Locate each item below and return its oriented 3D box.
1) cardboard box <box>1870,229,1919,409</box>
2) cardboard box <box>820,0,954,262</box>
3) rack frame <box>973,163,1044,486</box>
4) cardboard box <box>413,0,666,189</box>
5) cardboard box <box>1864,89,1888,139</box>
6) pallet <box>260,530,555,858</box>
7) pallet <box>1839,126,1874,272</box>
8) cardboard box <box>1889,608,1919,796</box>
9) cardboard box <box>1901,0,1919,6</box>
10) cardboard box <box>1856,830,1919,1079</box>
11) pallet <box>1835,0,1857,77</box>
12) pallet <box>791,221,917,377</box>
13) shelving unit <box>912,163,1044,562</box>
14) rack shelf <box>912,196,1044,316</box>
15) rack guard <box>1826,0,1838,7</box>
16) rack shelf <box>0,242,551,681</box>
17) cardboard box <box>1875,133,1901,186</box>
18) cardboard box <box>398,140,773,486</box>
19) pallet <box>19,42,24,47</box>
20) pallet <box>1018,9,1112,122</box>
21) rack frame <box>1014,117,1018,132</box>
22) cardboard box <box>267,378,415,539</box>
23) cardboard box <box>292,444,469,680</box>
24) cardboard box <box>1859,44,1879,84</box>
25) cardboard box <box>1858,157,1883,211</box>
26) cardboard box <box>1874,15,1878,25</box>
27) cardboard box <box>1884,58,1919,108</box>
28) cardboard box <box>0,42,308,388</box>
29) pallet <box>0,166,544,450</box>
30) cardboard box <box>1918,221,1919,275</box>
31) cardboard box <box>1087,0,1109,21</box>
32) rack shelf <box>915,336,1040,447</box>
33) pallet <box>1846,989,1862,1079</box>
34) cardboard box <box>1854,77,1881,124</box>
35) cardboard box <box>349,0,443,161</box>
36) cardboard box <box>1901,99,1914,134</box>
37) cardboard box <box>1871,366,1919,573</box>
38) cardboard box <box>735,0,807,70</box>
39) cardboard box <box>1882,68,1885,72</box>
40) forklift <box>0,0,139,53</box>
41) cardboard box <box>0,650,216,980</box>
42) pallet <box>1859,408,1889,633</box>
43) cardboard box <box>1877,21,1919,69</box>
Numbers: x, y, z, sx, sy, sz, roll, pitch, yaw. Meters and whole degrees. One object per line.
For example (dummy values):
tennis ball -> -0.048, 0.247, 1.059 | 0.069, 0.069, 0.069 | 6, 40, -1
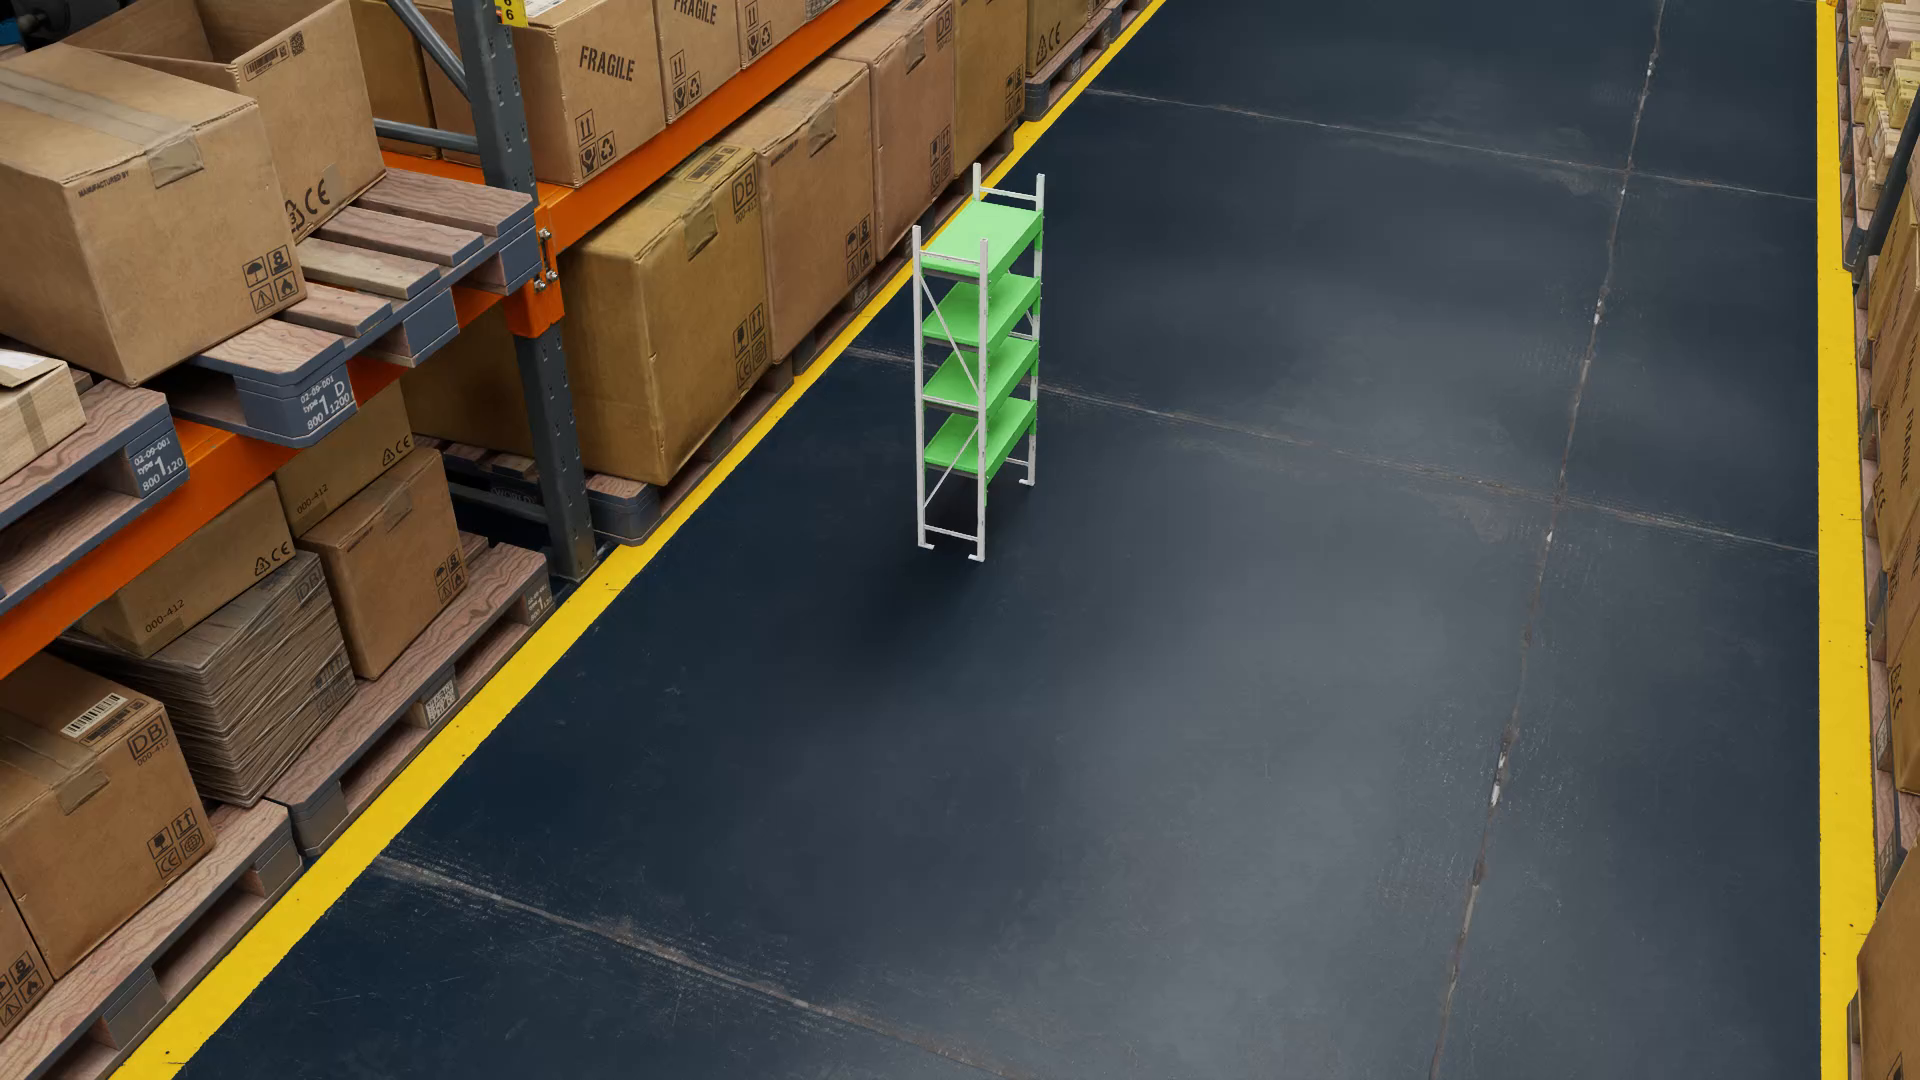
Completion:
cardboard box -> 3.637, -0.752, 5.988 | 0.500, 0.500, 0.500 | 16, 40, 20
cardboard box -> -0.750, -1.876, 7.178 | 1.225, 0.875, 0.875 | 13, 39, 16
rack frame -> 0.156, -0.707, 5.694 | 0.240, 1.200, 0.015 | 14, 39, 18
cardboard box -> -1.271, -1.445, 5.095 | 0.500, 0.500, 0.500 | 15, 39, 19
cardboard box -> 4.366, -1.924, 7.601 | 0.380, 0.149, 0.250 | 13, 39, 16
pallet -> -2.006, 0.351, 5.104 | 1.003, 0.211, 1.213 | 14, 39, 18
pallet -> 4.586, -1.490, 7.567 | 1.003, 0.211, 1.213 | 14, 39, 18
cardboard box -> 2.850, 0.397, 4.451 | 0.500, 0.500, 0.500 | 14, 39, 18
cardboard box -> 4.882, -2.599, 8.256 | 0.380, 0.149, 0.250 | 14, 39, 18
cardboard box -> 2.526, 1.037, 3.385 | 1.050, 0.750, 0.750 | 13, 39, 17
pallet -> 5.514, -2.841, 9.374 | 1.003, 0.211, 1.213 | 14, 39, 18
pallet -> -0.872, -1.174, 7.144 | 1.003, 0.211, 1.213 | 14, 39, 18
shelving unit -> 0.063, -0.572, 5.513 | 0.258, 1.200, 0.503 | 14, 39, 18
rack shelf -> 0.063, -0.906, 5.264 | 0.258, 0.148, 0.480 | 14, 39, 18
rack guard -> 5.856, -3.398, 9.879 | 1.175, 0.500, 0.348 | 14, 39, 18
rack shelf -> -2.468, 0.197, 3.581 | 1.077, 0.370, 4.000 | 14, 39, 18
cardboard box -> 4.189, -1.619, 7.193 | 0.380, 0.149, 0.250 | 15, 39, 19
cardboard box -> -1.426, -0.893, 5.863 | 1.225, 0.875, 0.875 | 12, 38, 16
pallet -> -5.098, -3.006, 9.596 | 1.003, 0.211, 1.213 | 14, 39, 18
pallet -> 0.176, -2.699, 9.185 | 1.003, 0.211, 1.213 | 14, 39, 18
rack frame -> -0.185, -3.413, 7.810 | 1.000, 3.000, 0.127 | 14, 39, 18
cardboard box -> -1.935, -0.296, 4.734 | 0.500, 0.250, 0.500 | 15, 39, 20
cardboard box -> -1.944, 0.002, 4.962 | 0.700, 0.500, 0.500 | 12, 38, 15
cardboard box -> 4.813, -2.391, 8.474 | 0.380, 0.149, 0.250 | 14, 39, 18
cardboard box -> 4.197, -1.548, 7.346 | 0.380, 0.149, 0.250 | 14, 39, 18
cardboard box -> 5.070, -2.669, 8.845 | 0.380, 0.149, 0.250 | 14, 39, 18
cardboard box -> 4.406, -2.038, 7.504 | 0.380, 0.149, 0.250 | 13, 39, 17
cardboard box -> -1.996, -0.766, 3.836 | 0.700, 0.500, 0.500 | 20, 41, 24
pallet -> -1.880, -0.702, 4.344 | 1.213, 0.211, 1.003 | 14, 39, 18
cardboard box -> 3.637, -1.050, 5.760 | 0.500, 0.250, 0.500 | 15, 39, 19
cardboard box -> 0.482, -3.575, 9.452 | 0.875, 0.875, 0.875 | 14, 39, 18
rack shelf -> 0.063, -0.521, 5.552 | 0.258, 0.148, 0.480 | 14, 39, 18
pallet -> 2.471, 1.524, 3.535 | 1.003, 0.211, 1.213 | 14, 39, 18
cardboard box -> 4.591, -2.121, 8.113 | 0.380, 0.149, 0.250 | 14, 39, 18
cardboard box -> -1.749, -1.568, 5.259 | 0.500, 0.500, 0.500 | 15, 39, 19
cardboard box -> 4.258, -1.748, 7.116 | 0.380, 0.149, 0.250 | 15, 39, 19
cardboard box -> 3.237, -0.186, 5.231 | 0.500, 0.500, 0.500 | 12, 38, 16
cardboard box -> -0.885, -2.016, 5.858 | 0.500, 0.500, 0.500 | 13, 39, 17
cardboard box -> 4.752, -2.330, 8.144 | 0.380, 0.149, 0.250 | 12, 38, 16
forklift -> -3.189, -1.926, 5.879 | 1.130, 2.935, 3.031 | 15, 39, 19
cardboard box -> -2.352, 0.628, 4.125 | 0.700, 0.500, 0.500 | 17, 40, 21
pallet -> 3.605, -0.001, 5.575 | 1.003, 0.211, 1.213 | 14, 39, 18
cardboard box -> 4.595, -2.335, 7.901 | 0.380, 0.149, 0.250 | 12, 38, 16
